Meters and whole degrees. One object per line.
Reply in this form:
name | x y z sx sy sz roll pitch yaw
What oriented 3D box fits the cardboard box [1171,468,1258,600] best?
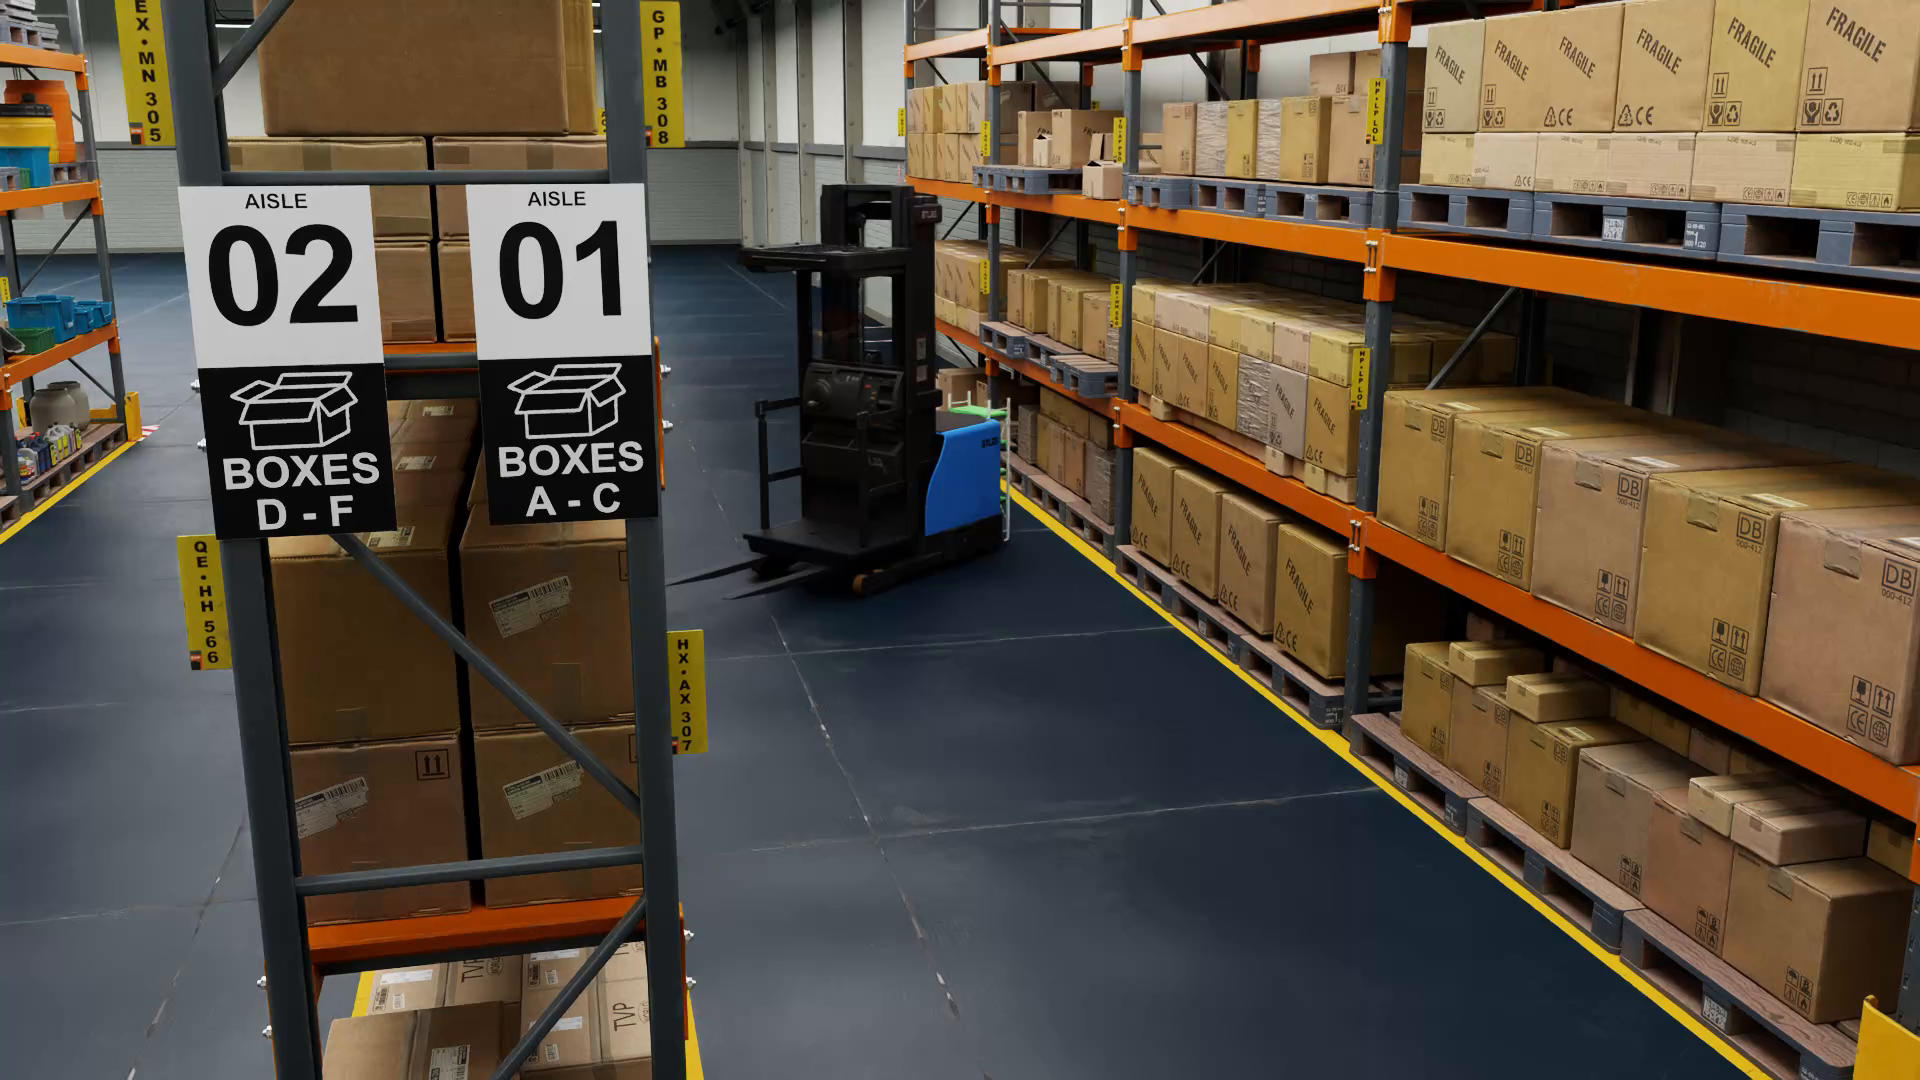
cardboard box | 1.960 -0.066 11.521 0.750 0.750 0.750 -3 14 -13

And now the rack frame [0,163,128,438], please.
rack frame | -9.794 -2.579 18.162 1.000 3.000 0.127 -3 14 -13

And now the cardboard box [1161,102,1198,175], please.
cardboard box | 1.883 -2.898 12.012 0.700 0.500 0.500 -4 14 -18

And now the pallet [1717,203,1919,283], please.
pallet | 3.409 -1.025 5.667 1.003 0.211 1.213 -3 14 -13

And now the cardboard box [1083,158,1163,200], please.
cardboard box | 1.283 -2.860 13.139 0.500 0.311 0.500 -3 14 -13

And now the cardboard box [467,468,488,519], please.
cardboard box | -1.199 0.066 5.021 0.500 0.500 0.500 -3 14 -13

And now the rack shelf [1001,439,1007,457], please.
rack shelf | 0.156 -0.781 13.854 0.258 0.148 0.480 -12 18 -40

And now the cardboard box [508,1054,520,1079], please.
cardboard box | -1.595 1.790 5.325 0.380 0.166 0.250 -3 14 -13

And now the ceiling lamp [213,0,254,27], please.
ceiling lamp | -17.253 -14.111 40.427 2.000 3.185 0.800 -3 14 -13

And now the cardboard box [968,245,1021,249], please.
cardboard box | 0.388 -3.100 18.988 0.500 0.500 0.500 -4 14 -15

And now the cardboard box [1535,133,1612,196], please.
cardboard box | 2.794 -1.589 7.012 0.500 0.250 0.500 -4 14 -15

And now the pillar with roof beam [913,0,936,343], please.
pillar with roof beam | -4.752 -7.076 23.930 9.100 9.000 0.400 -3 14 -13

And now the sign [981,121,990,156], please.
sign | 0.250 -3.885 16.097 0.100 0.325 0.005 -3 14 -13

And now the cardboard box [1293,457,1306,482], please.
cardboard box | 2.201 -0.432 9.861 0.380 0.149 0.250 -3 14 -11

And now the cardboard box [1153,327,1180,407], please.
cardboard box | 1.694 -1.241 11.805 0.500 0.500 0.500 -3 14 -11

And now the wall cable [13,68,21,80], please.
wall cable | -26.998 -14.028 45.219 2.305 6.003 0.169 -3 14 -13

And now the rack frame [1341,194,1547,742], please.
rack frame | 2.654 -0.363 9.091 1.000 3.000 0.127 -3 14 -13

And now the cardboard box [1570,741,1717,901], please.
cardboard box | 3.096 1.183 7.147 0.700 0.500 0.500 -4 14 -15

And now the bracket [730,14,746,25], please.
bracket | -5.847 -13.891 44.242 0.076 0.066 4.783 -3 14 -13

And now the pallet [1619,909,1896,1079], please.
pallet | 3.330 1.735 6.382 1.003 0.211 1.213 -3 14 -13

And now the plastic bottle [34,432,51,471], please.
plastic bottle | -8.685 -0.836 15.682 0.144 0.351 0.185 -4 14 -16

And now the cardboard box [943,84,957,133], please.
cardboard box | 0.123 -4.556 17.574 0.500 0.500 0.500 -4 14 -15

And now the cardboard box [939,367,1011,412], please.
cardboard box | 0.169 -1.662 18.751 0.700 0.500 0.500 -4 14 -17

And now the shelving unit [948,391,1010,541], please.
shelving unit | 0.156 -0.610 13.896 0.258 1.200 0.503 -12 18 -40

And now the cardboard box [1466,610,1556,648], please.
cardboard box | 2.889 0.466 8.714 0.380 0.149 0.250 -3 14 -14

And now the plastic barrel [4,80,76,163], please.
plastic barrel | -9.556 -4.344 17.276 0.600 0.830 0.708 -3 14 -13

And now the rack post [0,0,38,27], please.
rack post | -9.308 -5.011 15.637 0.937 0.300 0.954 -4 14 -14

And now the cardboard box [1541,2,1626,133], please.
cardboard box | 2.797 -1.952 6.916 0.500 0.500 0.500 -3 14 -13

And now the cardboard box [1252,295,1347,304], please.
cardboard box | 2.309 -1.524 11.386 0.500 0.250 0.500 -4 14 -15

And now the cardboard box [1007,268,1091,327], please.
cardboard box | 0.862 -2.351 16.093 0.700 0.500 0.500 -3 14 -13

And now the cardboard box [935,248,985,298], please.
cardboard box | 0.010 -2.953 18.387 0.500 0.500 0.500 -3 14 -11

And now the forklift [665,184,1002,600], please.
forklift | -0.939 -1.139 12.412 1.130 2.935 3.031 10 17 36

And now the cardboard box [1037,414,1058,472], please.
cardboard box | 1.135 -0.922 15.722 0.700 0.500 0.500 -4 14 -14

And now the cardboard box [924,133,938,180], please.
cardboard box | -0.111 -4.310 18.675 0.500 0.500 0.500 -3 14 -11

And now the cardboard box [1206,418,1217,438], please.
cardboard box | 1.896 -0.789 11.324 0.380 0.149 0.250 -3 14 -12

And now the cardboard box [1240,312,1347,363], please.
cardboard box | 2.065 -1.259 10.302 0.500 0.250 0.500 -3 14 -12

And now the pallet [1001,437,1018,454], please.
pallet | 0.583 -1.007 17.602 1.003 0.211 1.213 -3 14 -13

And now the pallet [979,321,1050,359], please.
pallet | 0.814 -1.931 15.913 1.003 0.211 1.213 -3 14 -13

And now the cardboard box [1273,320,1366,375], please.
cardboard box | 2.185 -1.142 9.820 0.500 0.250 0.500 -3 14 -12

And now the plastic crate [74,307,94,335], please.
plastic crate | -9.238 -2.258 17.161 0.499 0.251 0.408 -3 14 -13

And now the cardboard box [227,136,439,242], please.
cardboard box | -1.589 -0.894 4.210 0.500 0.250 0.500 -3 14 -13

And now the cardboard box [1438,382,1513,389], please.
cardboard box | 2.791 -0.686 9.534 0.500 0.500 0.500 -4 14 -15

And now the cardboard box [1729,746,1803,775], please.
cardboard box | 3.378 0.942 6.764 0.380 0.149 0.250 -3 14 -13

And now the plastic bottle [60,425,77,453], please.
plastic bottle | -8.904 -1.010 16.555 0.152 0.276 0.135 -3 14 -13

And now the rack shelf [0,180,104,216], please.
rack shelf | -9.324 -3.225 16.003 1.077 0.370 4.000 -3 14 -13

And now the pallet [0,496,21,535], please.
pallet | -8.632 -0.122 13.983 1.003 0.211 1.213 -3 14 -13

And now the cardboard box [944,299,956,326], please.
cardboard box | 0.128 -2.468 17.983 0.500 0.250 0.500 -3 14 -13

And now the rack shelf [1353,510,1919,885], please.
rack shelf | 3.124 0.448 7.288 1.077 0.370 4.000 -3 14 -13

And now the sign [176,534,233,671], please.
sign | -1.765 0.147 3.898 0.100 0.325 0.005 -3 14 -13

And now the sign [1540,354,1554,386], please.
sign | 3.193 -0.853 9.107 0.100 0.325 0.005 -3 14 -13

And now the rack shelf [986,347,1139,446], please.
rack shelf | 1.245 -1.397 14.842 1.077 0.370 4.000 -3 14 -13

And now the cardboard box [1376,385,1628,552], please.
cardboard box | 2.766 -0.382 8.540 0.980 0.700 0.700 -3 14 -12

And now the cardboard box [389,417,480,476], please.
cardboard box | -1.959 -0.139 5.858 0.500 0.500 0.500 -3 14 -11
